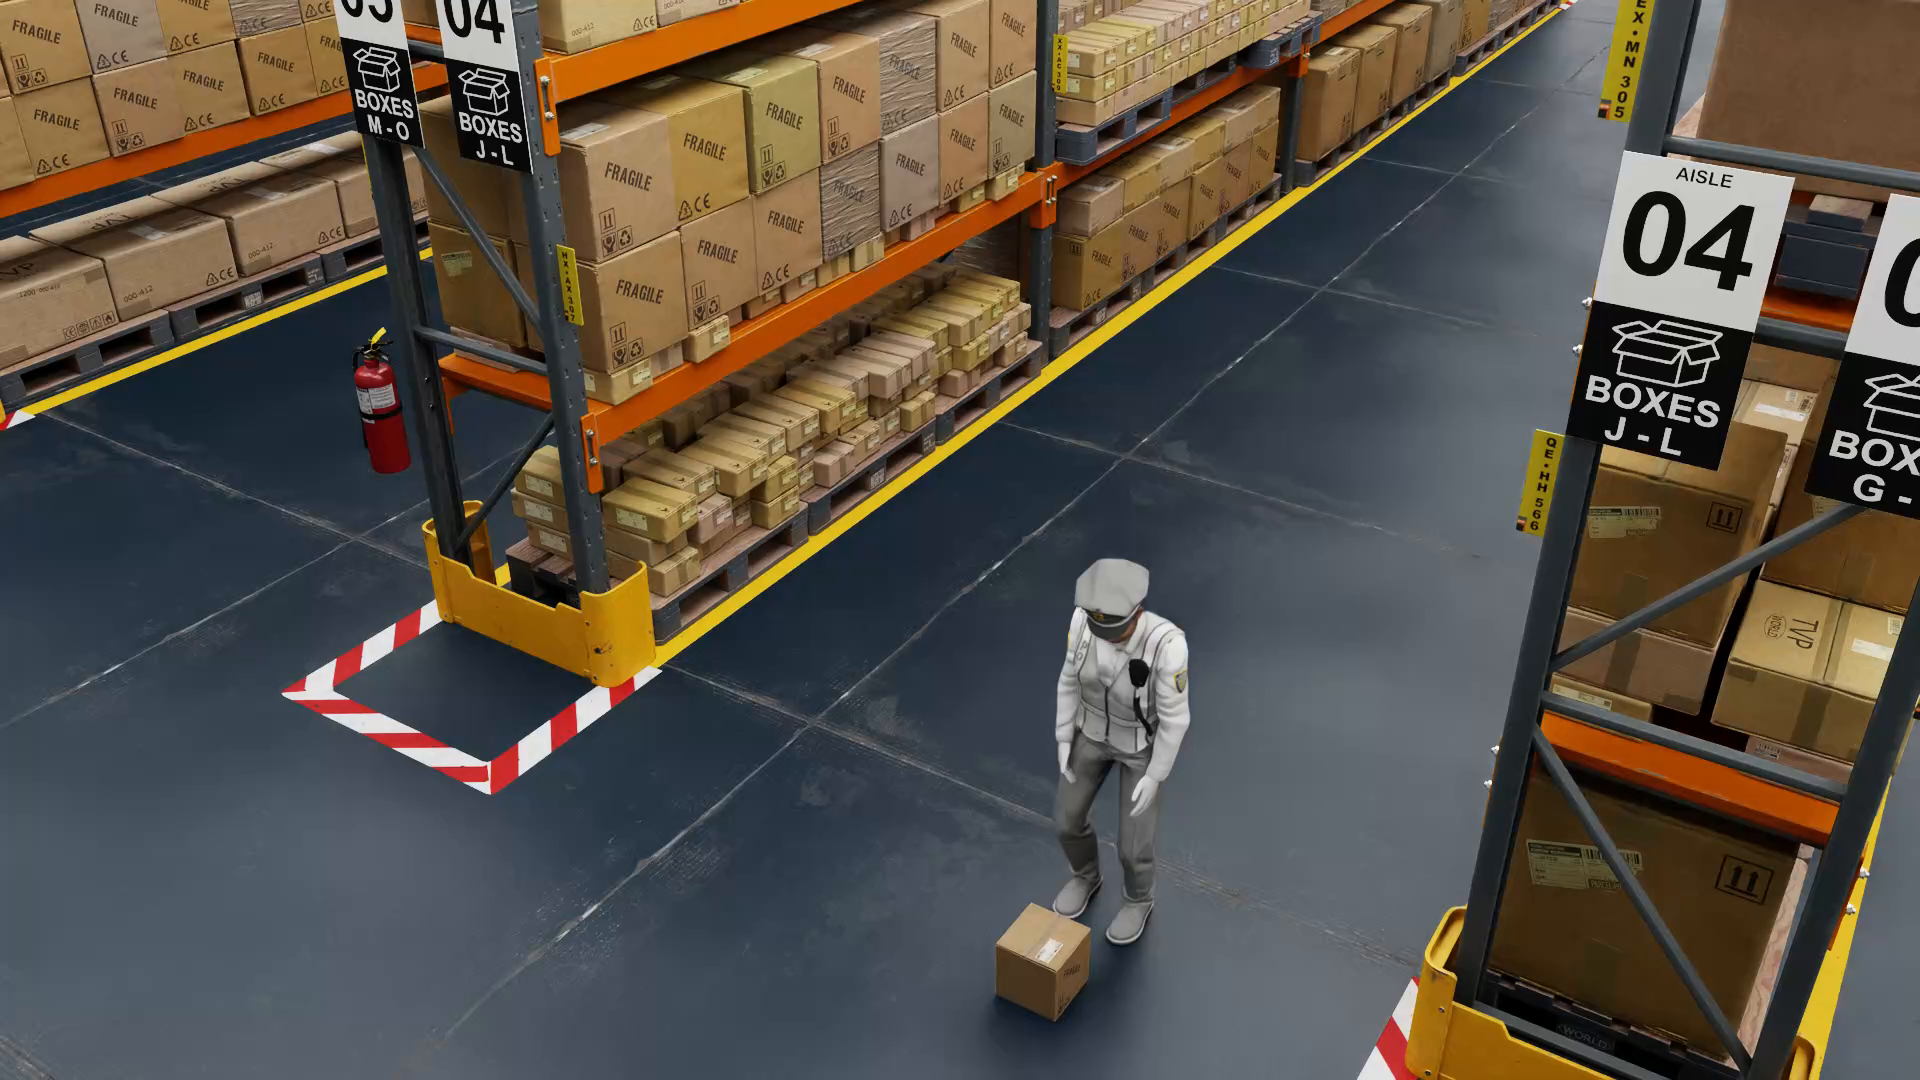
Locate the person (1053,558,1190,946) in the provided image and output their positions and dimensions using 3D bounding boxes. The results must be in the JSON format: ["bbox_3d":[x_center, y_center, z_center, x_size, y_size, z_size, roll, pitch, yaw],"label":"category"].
[{"bbox_3d":[0.565,0.753,5.932,0.508,1.604,0.484,19,35,28],"label":"person"}]
